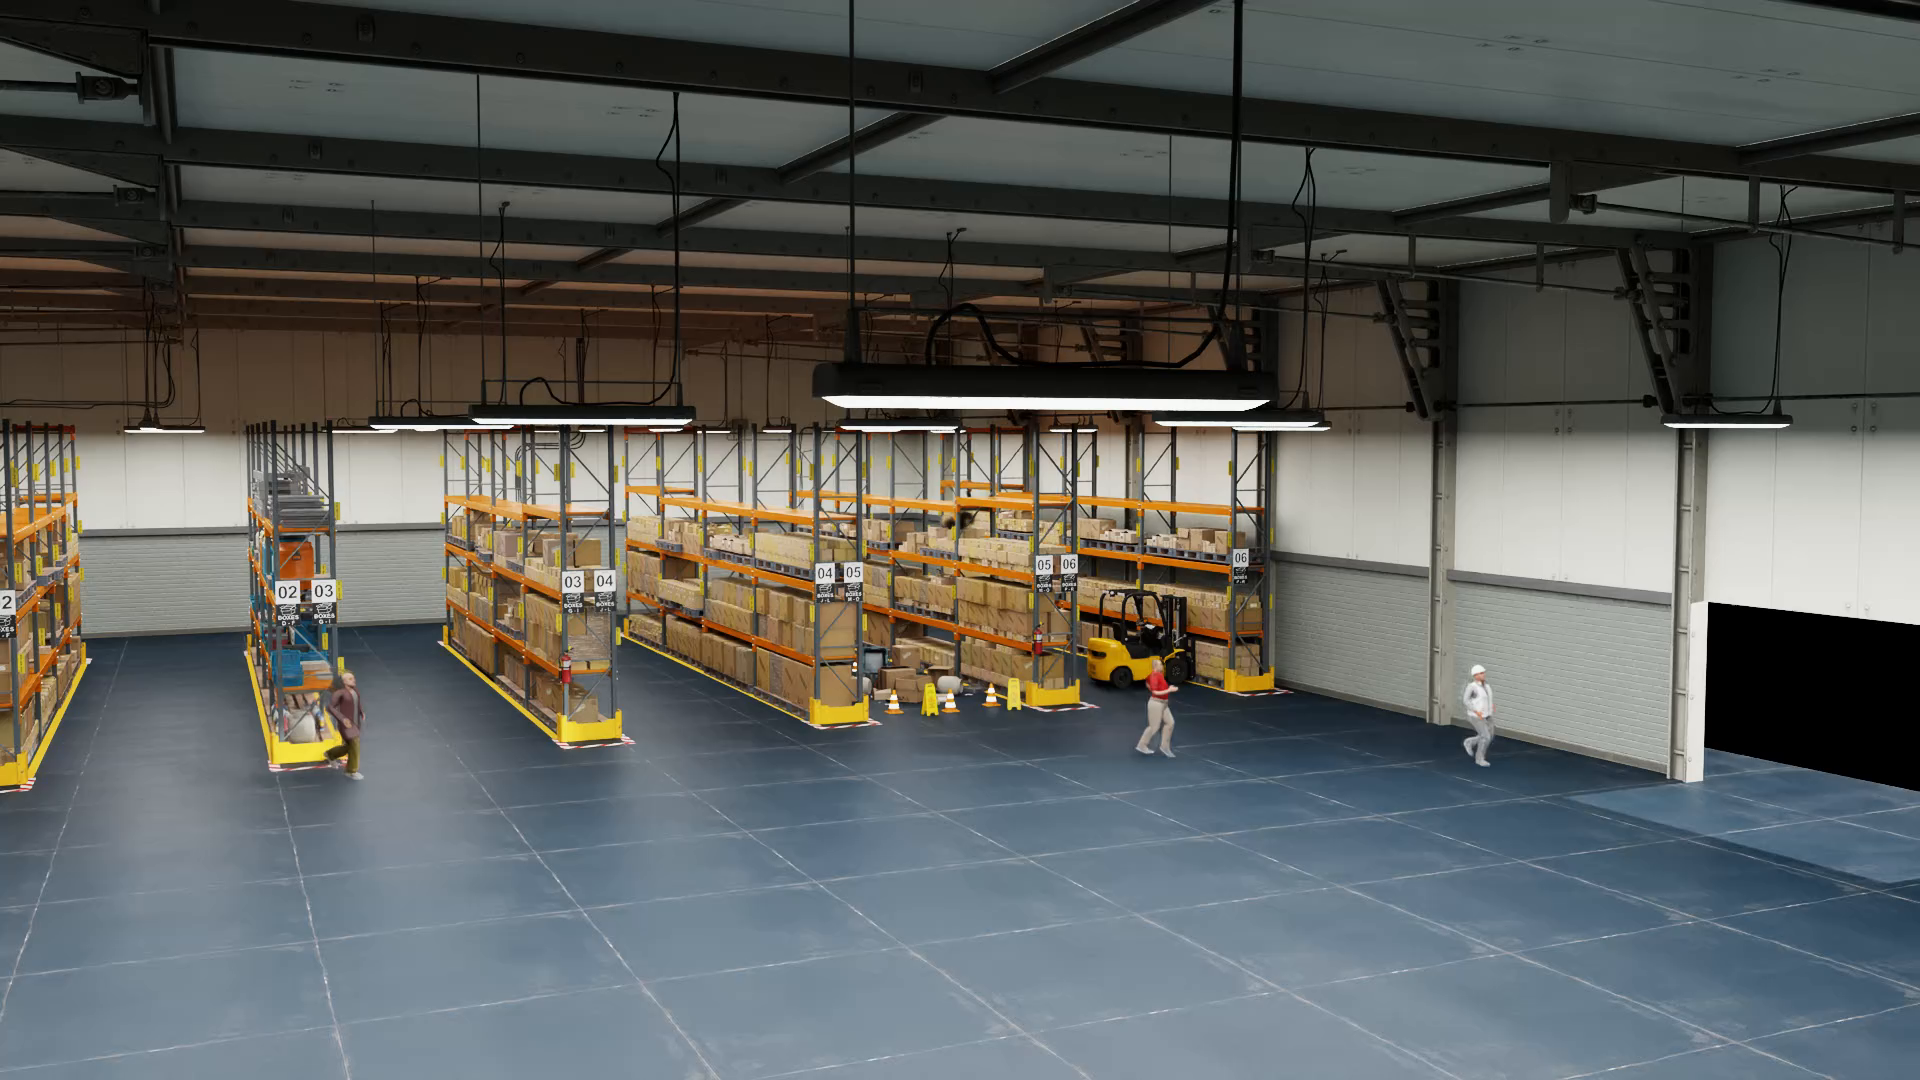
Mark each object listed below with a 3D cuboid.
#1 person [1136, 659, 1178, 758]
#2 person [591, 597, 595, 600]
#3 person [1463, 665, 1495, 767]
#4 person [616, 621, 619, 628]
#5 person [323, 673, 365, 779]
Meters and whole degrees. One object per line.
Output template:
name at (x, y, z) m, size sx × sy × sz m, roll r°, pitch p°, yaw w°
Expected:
person at (3.529, 3.017, 29.640) m, size 0.748 × 1.794 × 0.640 m, roll 1°, pitch 4°, yaw 20°
person at (-9.723, 2.069, 44.959) m, size 0.546 × 1.757 × 0.756 m, roll -2°, pitch 4°, yaw -26°
person at (9.034, 3.049, 29.021) m, size 0.660 × 1.746 × 0.578 m, roll -3°, pitch 5°, yaw -38°
person at (-10.211, 1.896, 48.446) m, size 0.770 × 1.745 × 0.743 m, roll -3°, pitch 5°, yaw -43°
person at (-10.340, 3.109, 27.905) m, size 0.812 × 1.789 × 0.715 m, roll 1°, pitch 4°, yaw 16°
